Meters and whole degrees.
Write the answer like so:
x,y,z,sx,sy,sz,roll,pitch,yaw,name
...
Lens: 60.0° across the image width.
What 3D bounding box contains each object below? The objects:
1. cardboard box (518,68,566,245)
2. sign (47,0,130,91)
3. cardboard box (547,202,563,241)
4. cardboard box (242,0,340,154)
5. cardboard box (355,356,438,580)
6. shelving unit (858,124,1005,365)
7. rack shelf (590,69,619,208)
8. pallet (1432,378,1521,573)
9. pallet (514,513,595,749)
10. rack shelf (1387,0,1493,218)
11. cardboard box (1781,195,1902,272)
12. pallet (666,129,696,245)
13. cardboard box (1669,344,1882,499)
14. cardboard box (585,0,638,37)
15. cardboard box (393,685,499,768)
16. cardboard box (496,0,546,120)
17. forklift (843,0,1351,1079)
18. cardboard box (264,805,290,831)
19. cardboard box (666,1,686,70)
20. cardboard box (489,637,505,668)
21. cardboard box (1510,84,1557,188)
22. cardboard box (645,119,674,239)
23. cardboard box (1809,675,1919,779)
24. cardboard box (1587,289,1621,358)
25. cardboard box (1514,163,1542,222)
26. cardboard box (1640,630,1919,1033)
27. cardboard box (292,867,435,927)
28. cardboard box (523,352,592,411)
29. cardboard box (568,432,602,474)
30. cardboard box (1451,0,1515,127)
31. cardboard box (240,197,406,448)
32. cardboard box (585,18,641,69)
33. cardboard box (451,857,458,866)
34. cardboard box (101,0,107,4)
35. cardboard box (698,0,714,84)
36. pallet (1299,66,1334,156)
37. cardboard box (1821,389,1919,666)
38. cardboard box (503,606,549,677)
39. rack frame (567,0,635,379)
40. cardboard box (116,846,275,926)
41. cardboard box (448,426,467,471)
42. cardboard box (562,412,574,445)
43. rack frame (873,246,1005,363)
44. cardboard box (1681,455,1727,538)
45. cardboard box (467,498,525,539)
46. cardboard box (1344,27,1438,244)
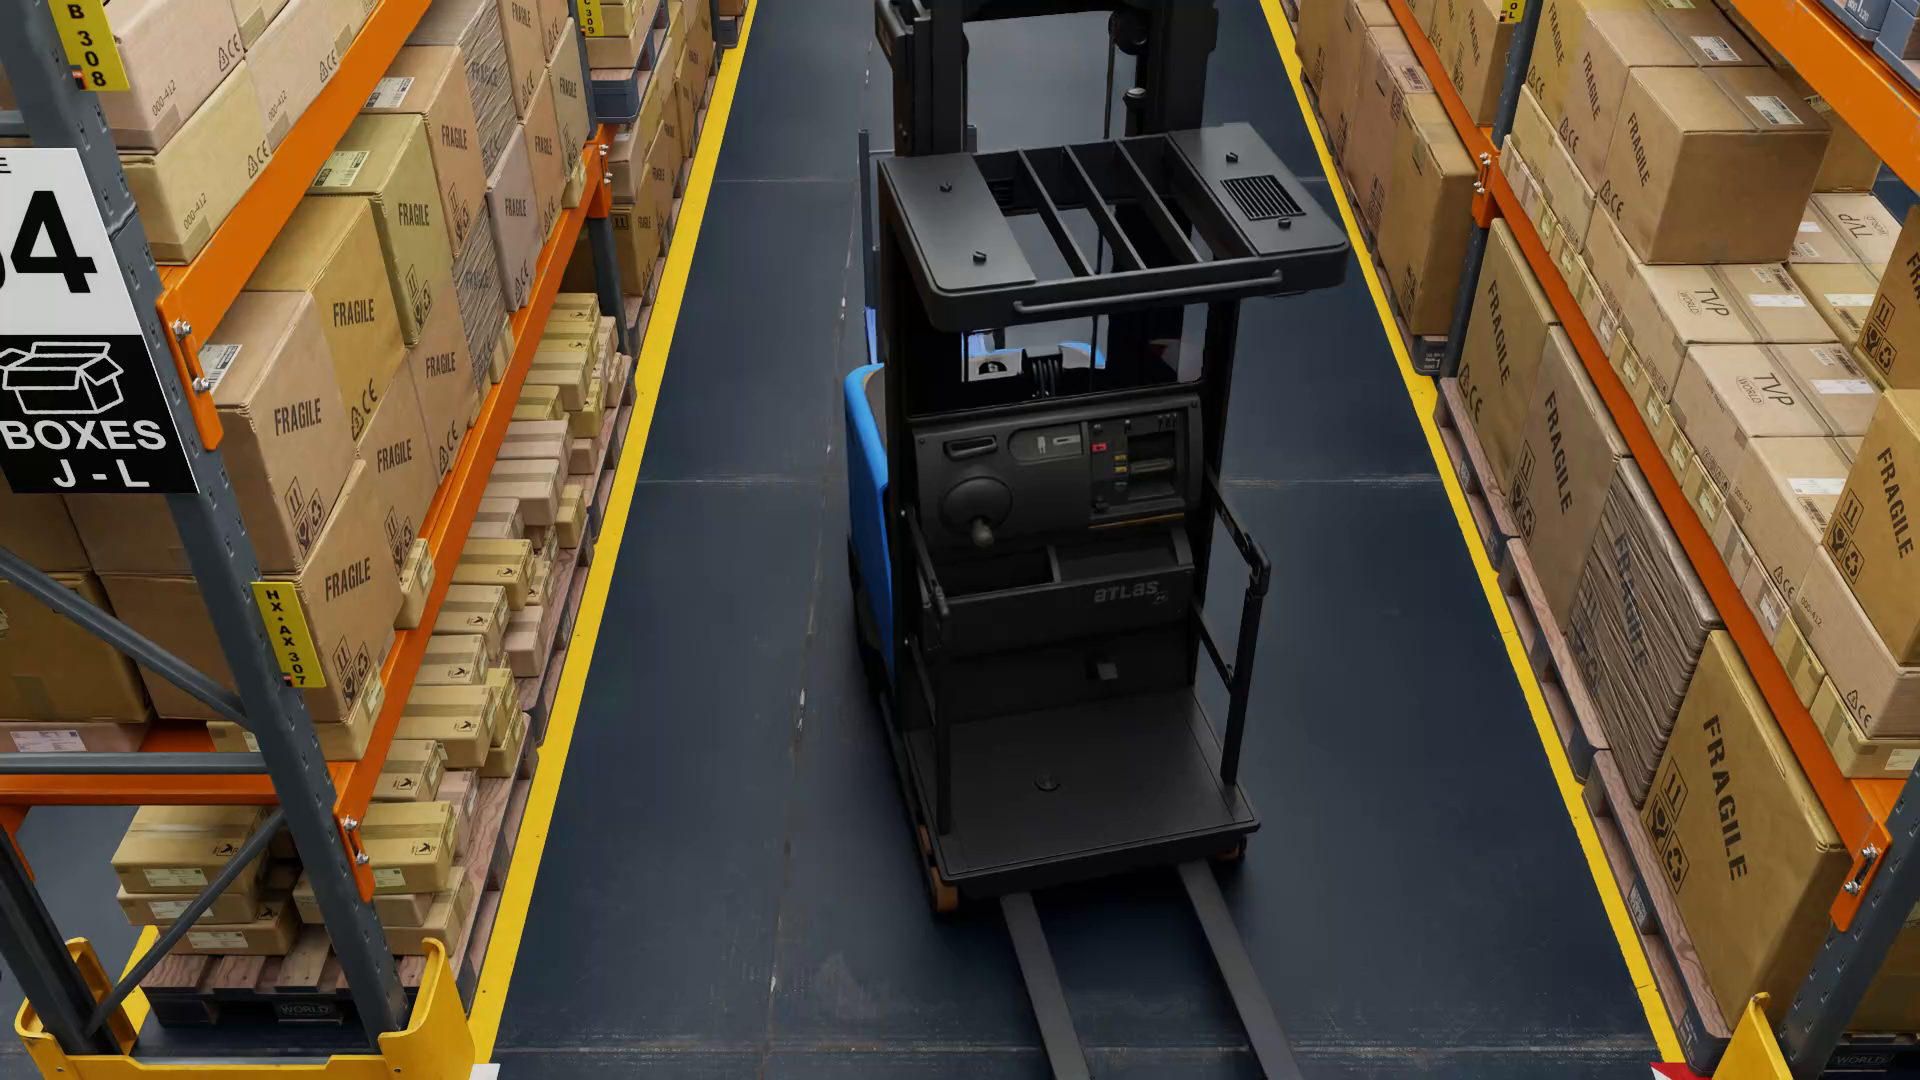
x,y,z,sx,sy,sz,roll,pitch,yaw,name
-1.832,-1.467,6.364,0.500,0.500,0.500,-1,39,-1,cardboard box
-1.567,-0.949,2.939,0.100,0.325,0.005,0,39,0,sign
-1.830,-1.334,6.717,0.380,0.149,0.250,1,39,2,cardboard box
-1.851,-1.160,4.020,0.500,0.250,0.500,1,39,1,cardboard box
-1.860,-0.208,4.793,0.500,0.500,0.500,0,39,0,cardboard box
-0.128,-0.836,7.094,0.538,1.500,1.048,-4,39,-5,shelving unit
-2.117,-2.909,9.056,1.077,0.370,4.000,0,39,0,rack shelf
2.768,-0.315,7.475,1.003,0.211,1.213,0,39,0,pallet
-2.074,0.334,6.664,1.003,0.211,1.213,0,39,0,pallet
2.843,-2.849,8.982,1.077,0.370,4.000,0,39,0,rack shelf
3.112,-1.018,6.004,0.500,0.250,0.500,1,39,1,cardboard box
-2.121,-2.102,9.705,1.003,0.211,1.213,0,39,0,pallet
2.583,-0.374,5.200,0.500,0.250,0.500,-1,39,-2,cardboard box
-1.655,-2.367,7.433,0.380,0.149,0.250,1,39,1,cardboard box
-1.764,0.621,5.544,0.380,0.149,0.250,0,39,0,cardboard box
-1.838,-1.867,6.064,0.500,0.500,0.500,-1,39,-1,cardboard box
0.368,-0.140,5.080,1.130,2.935,3.031,-8,39,-10,forklift
-2.307,0.791,5.332,0.380,0.149,0.250,1,39,1,cardboard box
-1.860,-2.860,9.484,0.500,0.250,0.500,1,39,1,cardboard box
-1.874,0.417,6.037,0.380,0.149,0.250,-2,39,-2,cardboard box
2.584,-1.643,6.783,0.500,0.250,0.500,-1,39,-1,cardboard box
-1.853,-1.920,8.911,0.500,0.500,0.500,2,39,2,cardboard box
2.520,0.498,4.431,0.380,0.149,0.250,1,39,1,cardboard box
2.515,-0.785,6.032,0.380,0.149,0.250,0,39,0,cardboard box
2.513,-1.432,6.839,0.380,0.149,0.250,-1,39,-2,cardboard box
2.769,0.887,5.107,0.875,0.875,0.875,0,39,0,cardboard box
-1.854,1.067,5.226,0.380,0.149,0.250,1,39,2,cardboard box
-1.807,-0.685,7.174,0.380,0.149,0.250,0,39,0,cardboard box
-1.792,-0.417,7.316,0.380,0.149,0.250,-1,39,-2,cardboard box
2.572,-2.210,7.530,0.500,0.500,0.500,0,39,0,cardboard box
-1.852,-0.579,4.457,0.500,0.500,0.500,1,39,1,cardboard box
-1.655,-2.251,7.526,0.380,0.149,0.250,-2,39,-2,cardboard box
-1.873,1.020,5.523,0.380,0.149,0.250,0,39,0,cardboard box
-1.883,-1.103,3.230,0.380,0.149,0.250,0,39,0,cardboard box
-1.857,-3.217,10.529,0.500,0.500,0.500,0,39,0,cardboard box
2.766,-2.799,10.574,1.003,0.211,1.213,0,39,0,pallet
2.587,-0.032,4.174,0.500,0.500,0.500,0,39,1,cardboard box
-1.779,0.389,6.310,0.380,0.149,0.250,-2,39,-2,cardboard box
-2.115,-1.939,7.271,1.000,3.000,0.127,0,39,0,rack frame
-2.396,1.065,5.228,0.380,0.149,0.250,-1,39,-1,cardboard box
-1.856,-0.356,5.496,0.380,0.149,0.250,-1,39,-1,cardboard box
-1.864,-0.416,7.076,0.380,0.149,0.250,0,39,0,cardboard box
-0.077,-0.520,6.699,0.500,1.500,0.032,-4,39,-5,rack frame
2.518,-0.141,5.228,0.380,0.149,0.250,-1,39,-1,cardboard box
-1.888,-0.029,6.356,0.380,0.149,0.250,0,39,0,cardboard box
2.823,-2.173,8.926,1.225,0.875,0.875,-1,39,-2,cardboard box
